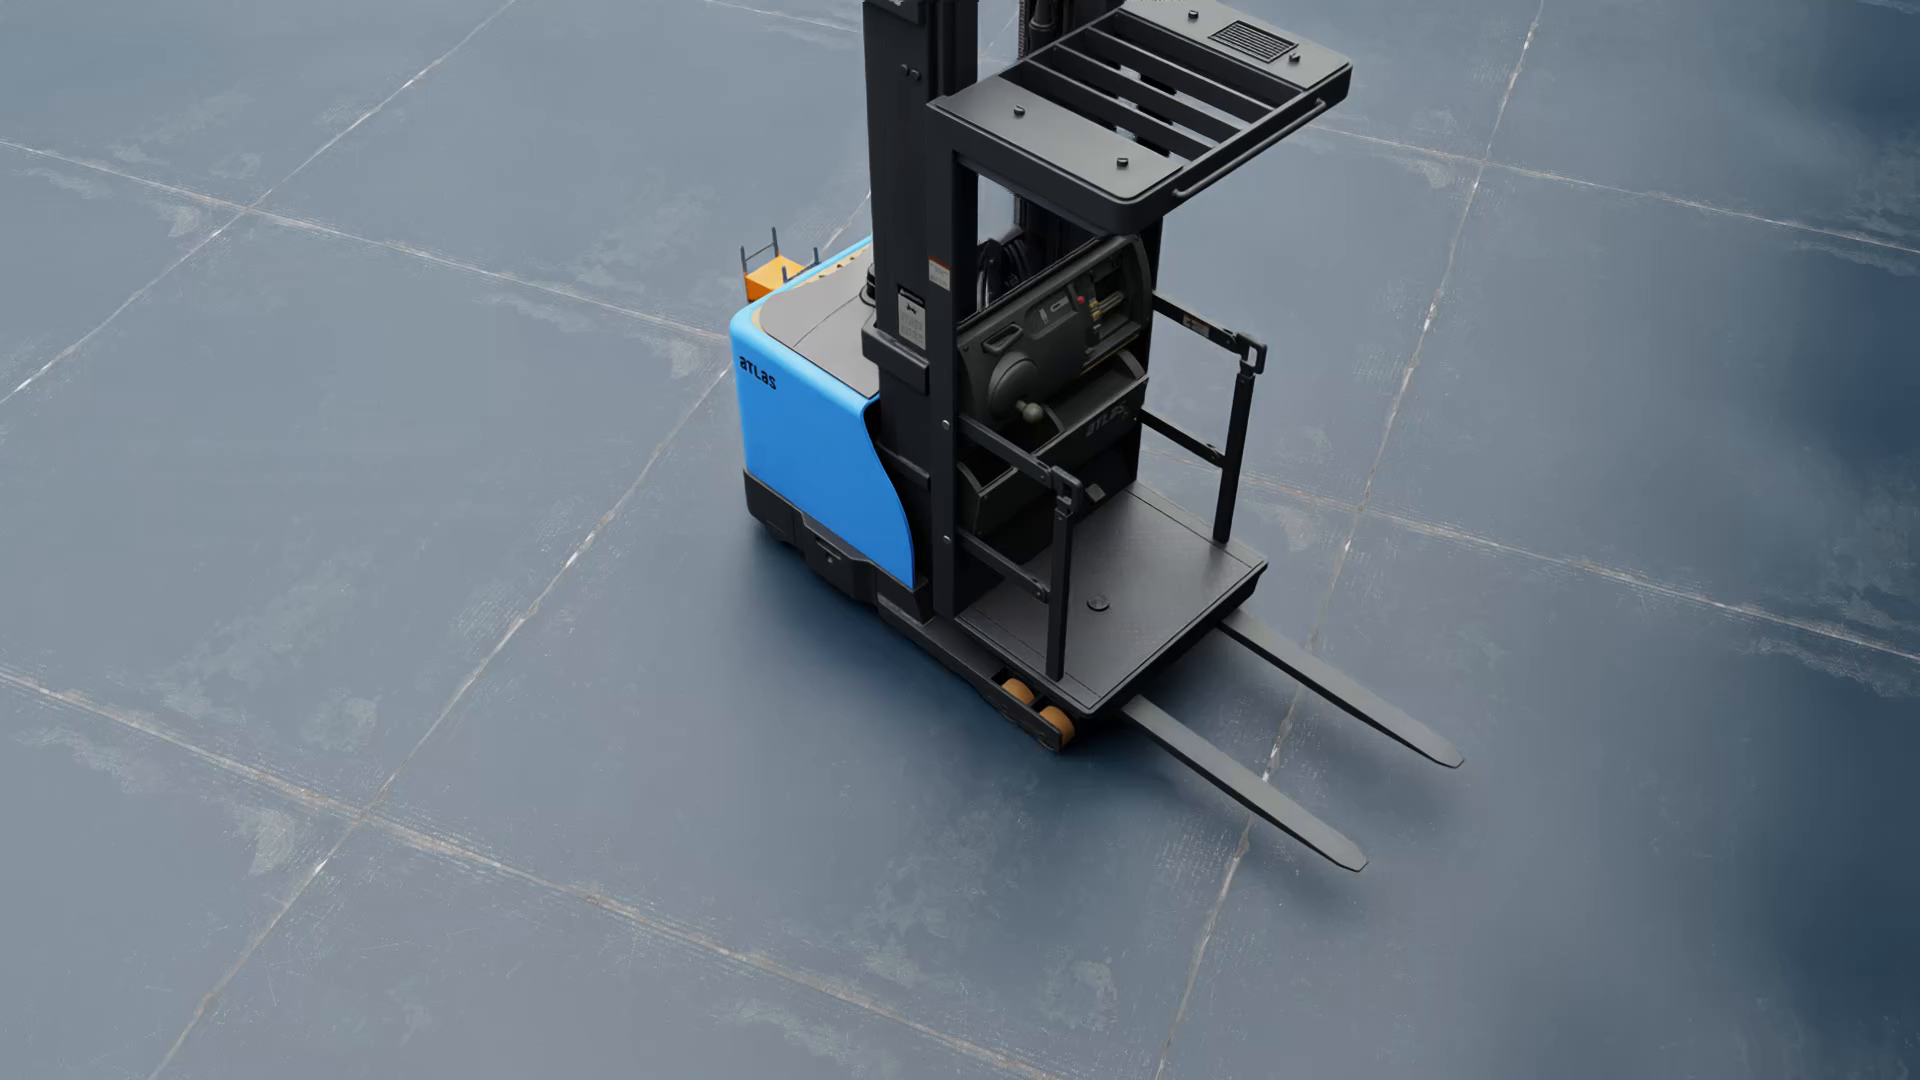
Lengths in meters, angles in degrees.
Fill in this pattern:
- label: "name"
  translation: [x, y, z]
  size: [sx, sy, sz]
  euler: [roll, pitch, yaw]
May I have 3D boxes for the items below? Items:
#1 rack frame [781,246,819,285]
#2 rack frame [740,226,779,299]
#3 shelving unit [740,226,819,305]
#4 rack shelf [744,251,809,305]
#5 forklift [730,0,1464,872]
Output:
- label: "rack frame"
  translation: [-0.629, -0.763, 7.094]
  size: [0.008, 1.050, 0.200]
  euler: [29, 52, 30]
- label: "rack frame"
  translation: [-0.814, -0.866, 7.216]
  size: [0.008, 1.050, 0.200]
  euler: [29, 52, 30]
- label: "shelving unit"
  translation: [-0.721, -0.815, 7.155]
  size: [0.252, 1.050, 0.215]
  euler: [29, 52, 30]
- label: "rack shelf"
  translation: [-0.732, -1.015, 6.969]
  size: [0.240, 0.259, 0.215]
  euler: [29, 52, 30]
- label: "forklift"
  translation: [0.497, -0.665, 5.680]
  size: [3.031, 2.935, 1.130]
  euler: [34, 54, 30]
